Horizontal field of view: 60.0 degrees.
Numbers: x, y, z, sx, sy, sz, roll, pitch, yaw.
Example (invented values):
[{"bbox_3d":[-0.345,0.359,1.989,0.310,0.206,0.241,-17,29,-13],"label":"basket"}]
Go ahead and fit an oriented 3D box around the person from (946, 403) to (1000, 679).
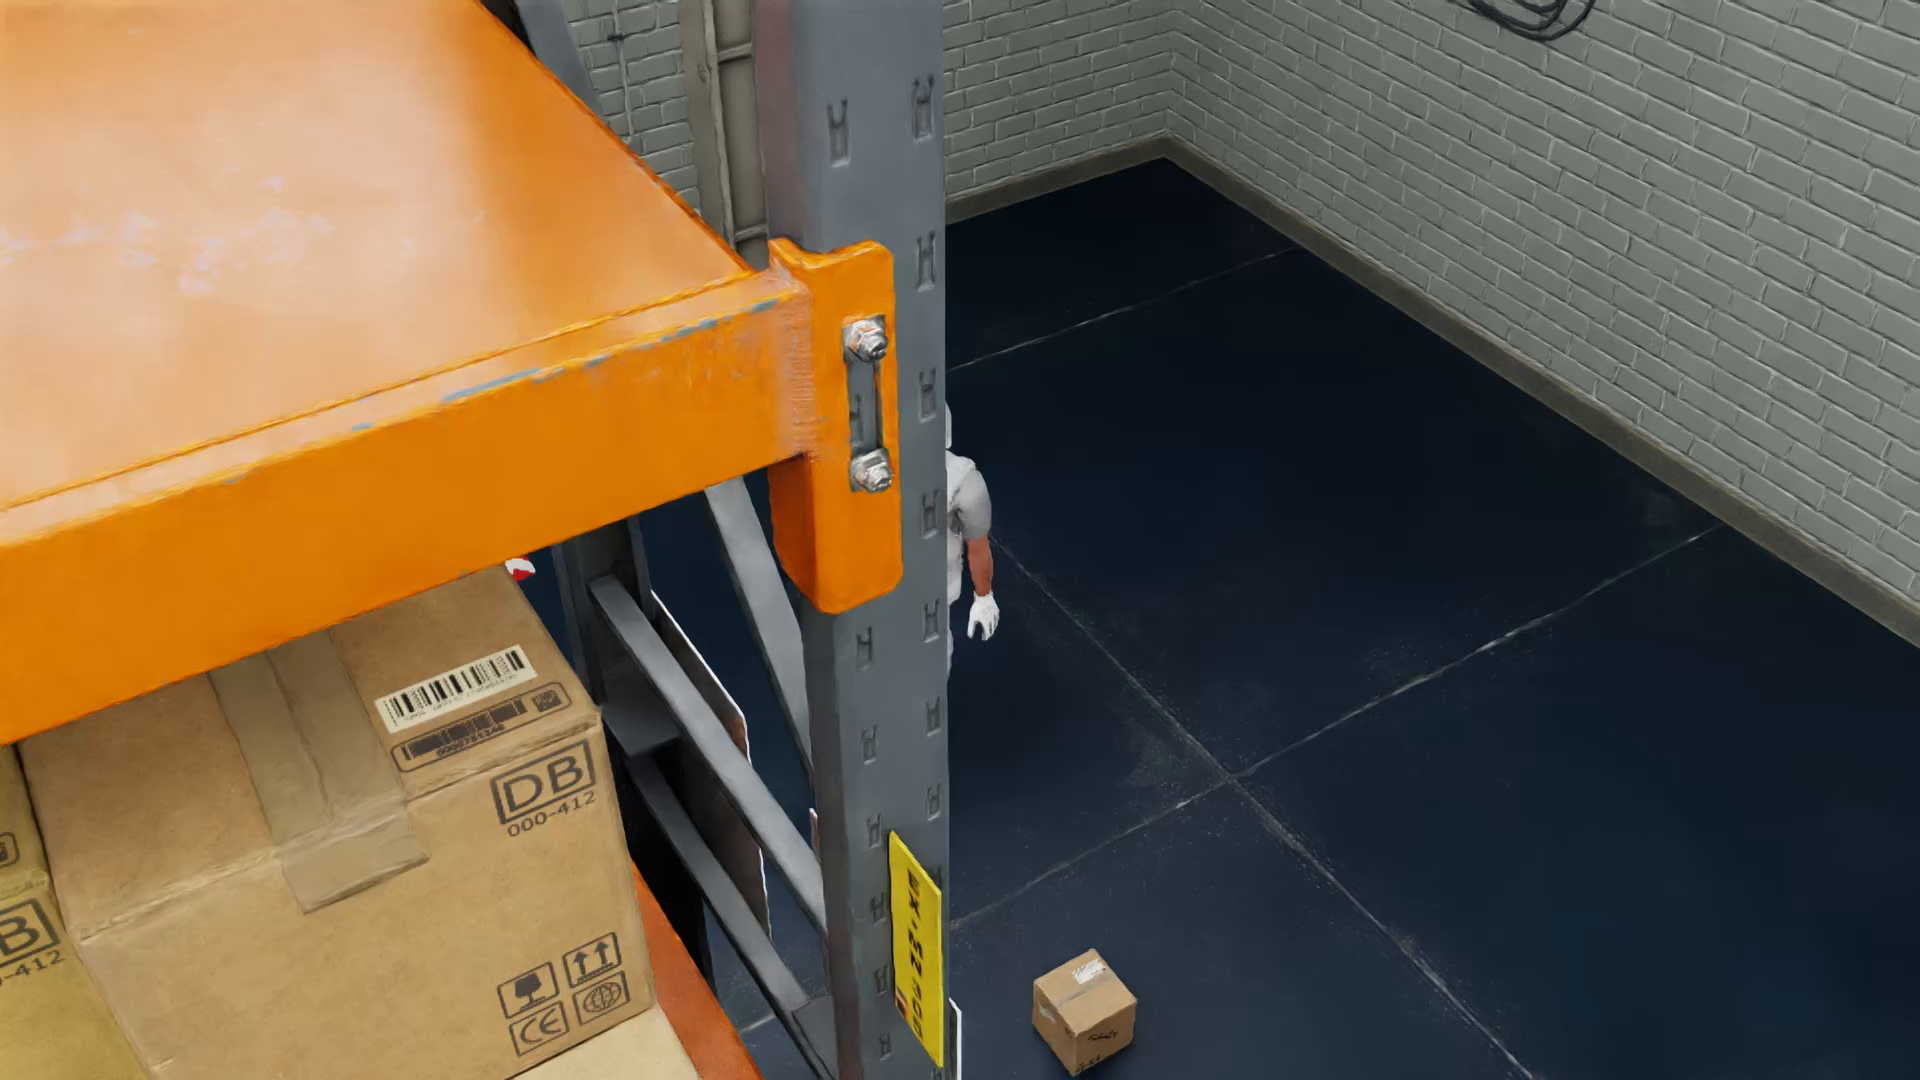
[{"bbox_3d":[-0.186,0.169,6.117,0.677,1.771,0.518,14,42,16],"label":"person"}]
